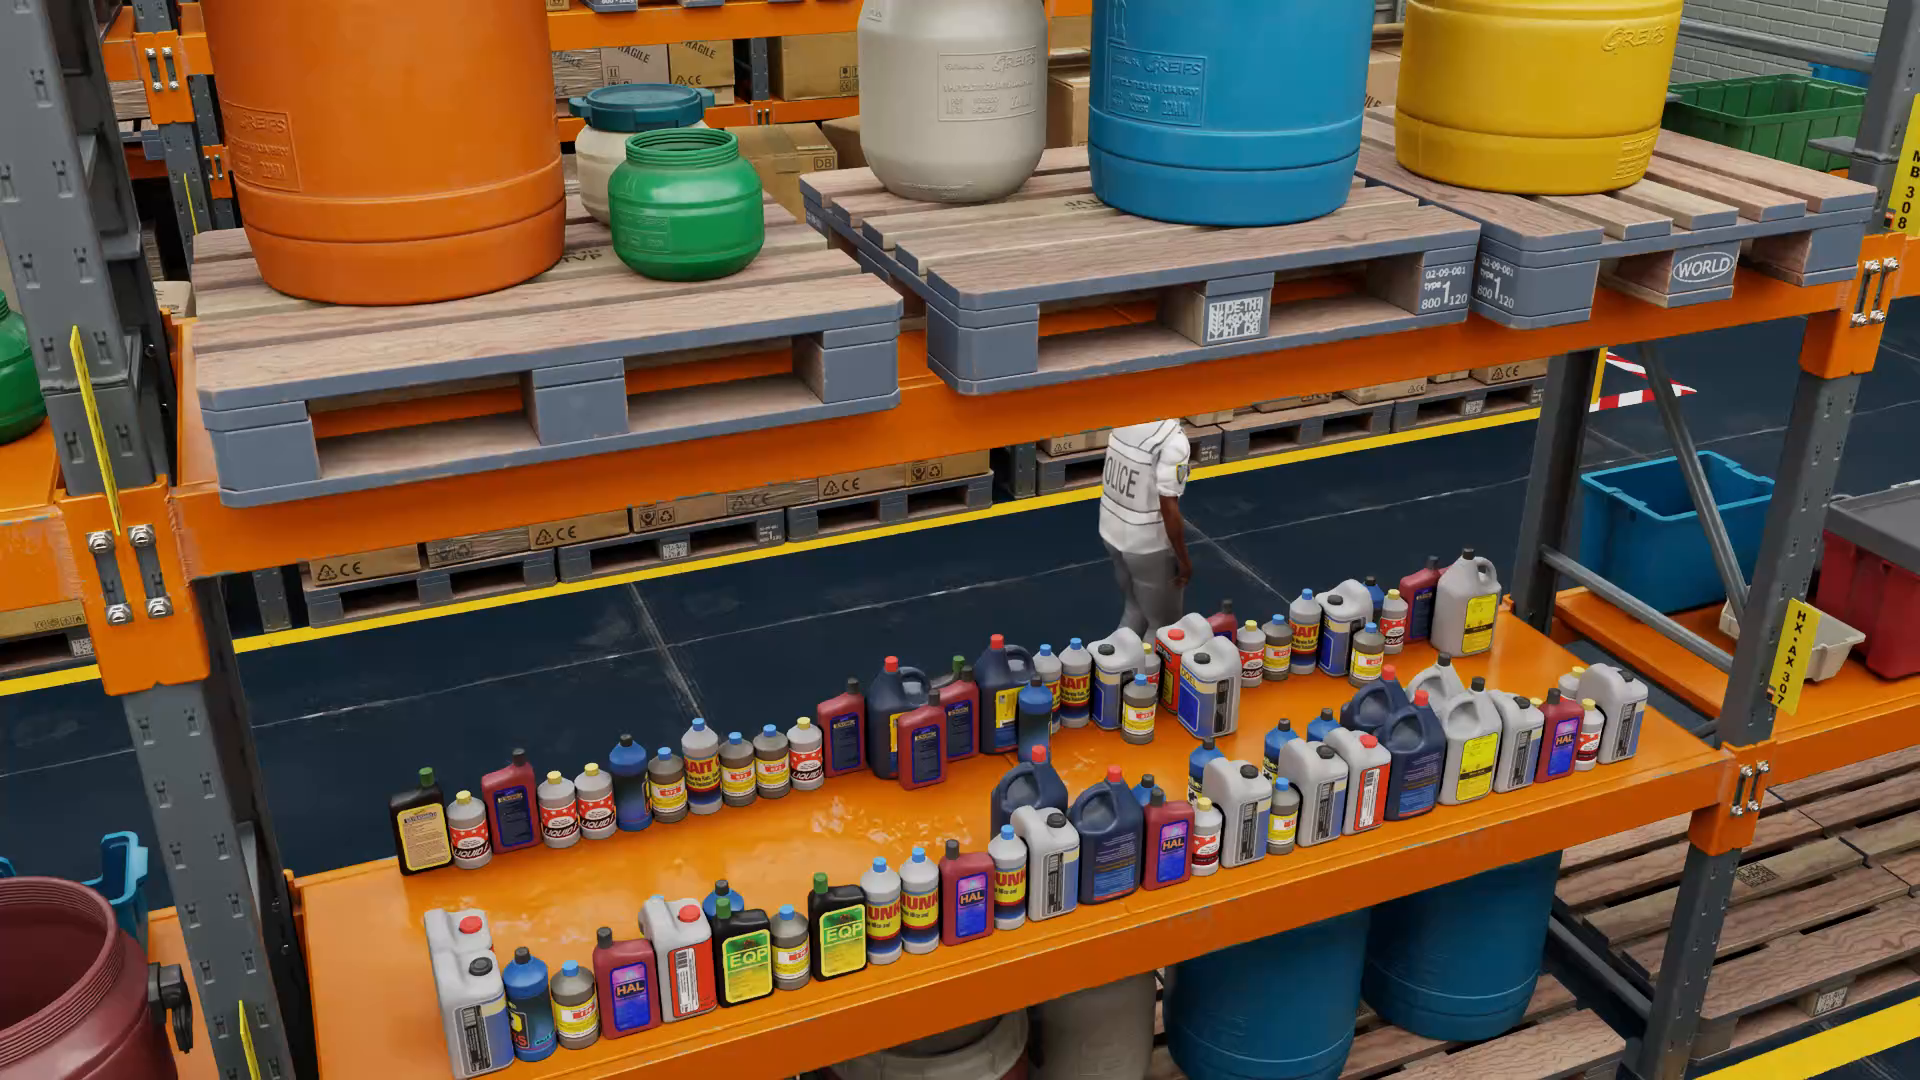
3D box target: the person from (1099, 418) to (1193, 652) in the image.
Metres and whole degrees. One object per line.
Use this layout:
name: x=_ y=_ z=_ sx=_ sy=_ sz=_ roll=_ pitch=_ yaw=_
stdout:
person: x=0.825 y=0.002 z=7.104 sx=0.419 sy=1.663 sz=0.529 roll=-12 pitch=28 yaw=-23
